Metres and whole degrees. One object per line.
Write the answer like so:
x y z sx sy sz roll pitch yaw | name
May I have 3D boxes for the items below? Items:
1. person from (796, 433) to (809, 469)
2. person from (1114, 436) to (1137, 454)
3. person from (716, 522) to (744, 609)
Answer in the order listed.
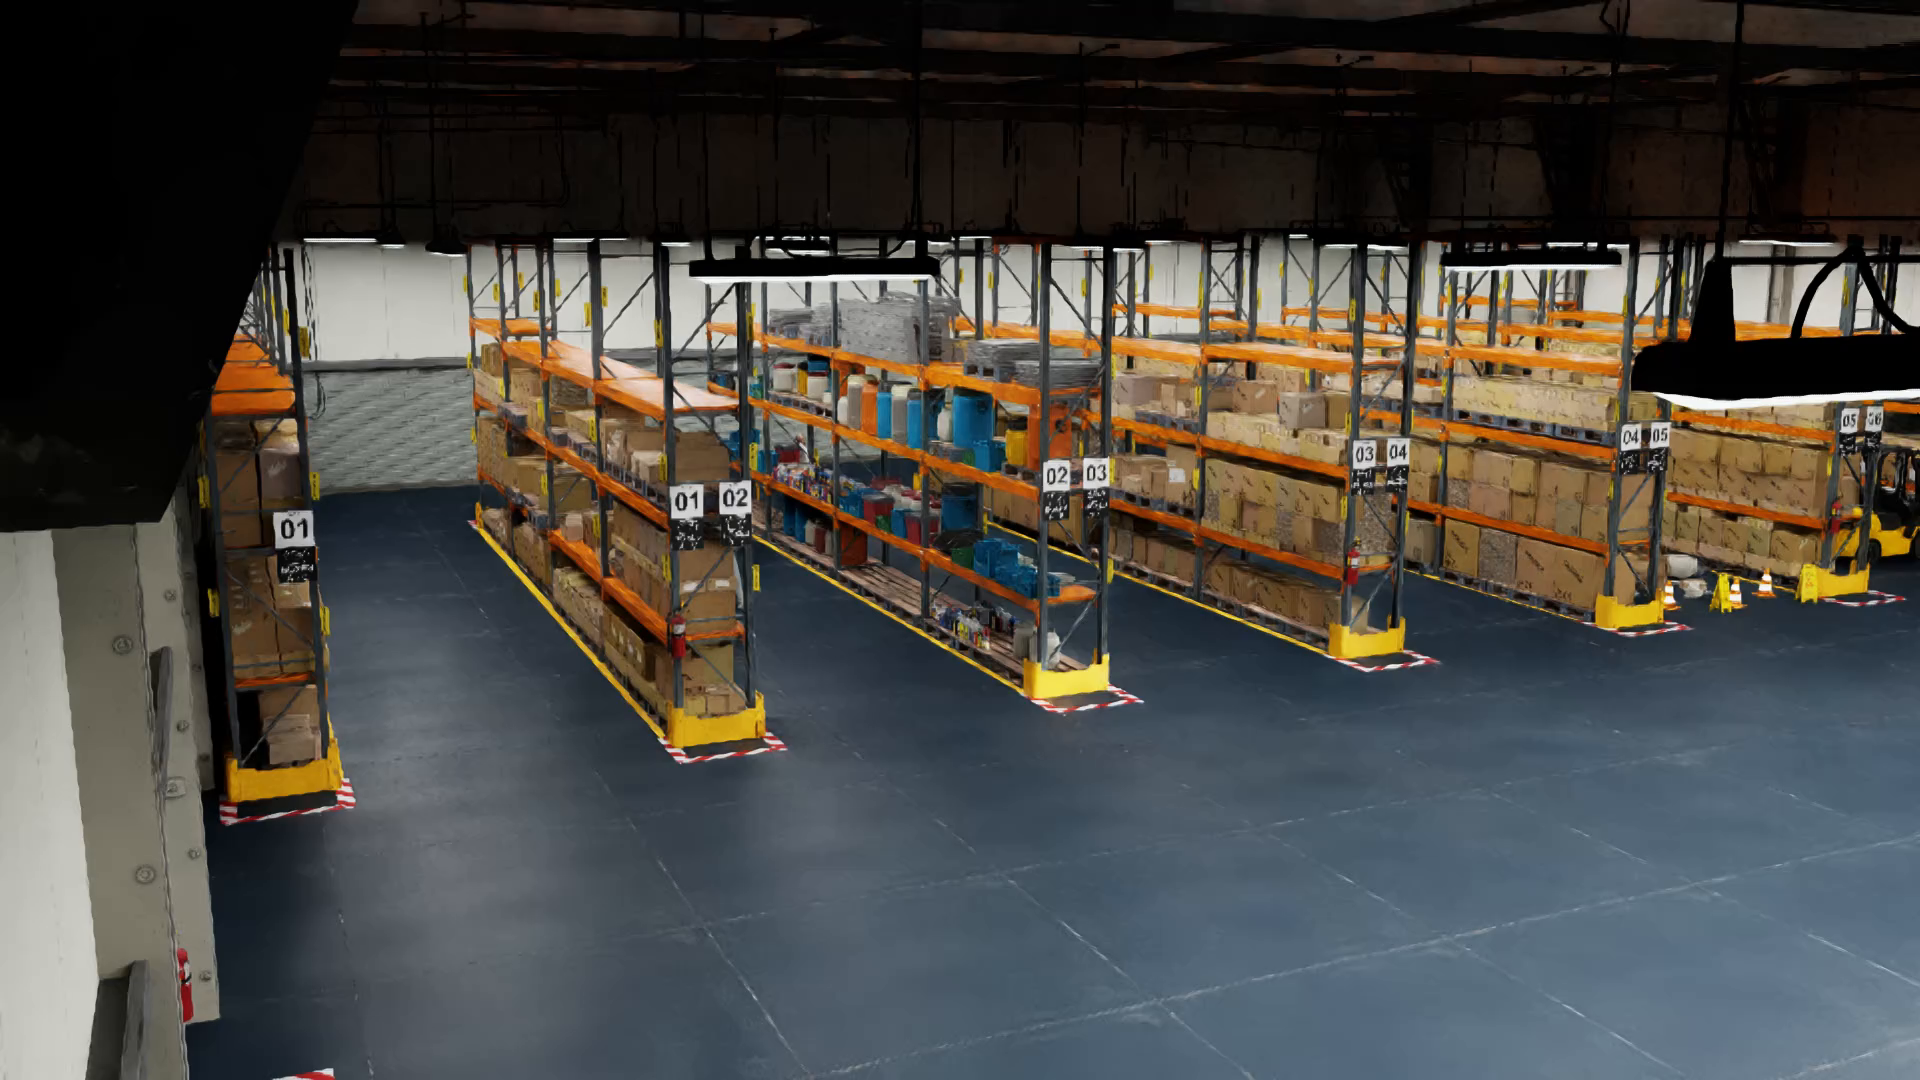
-3.383 -1.403 35.562 0.445 1.783 0.672 -9 14 -40 | person
4.351 -2.938 43.724 0.566 1.706 1.122 -4 12 -21 | person
-3.852 0.310 27.241 0.444 1.604 1.018 -7 13 -32 | person
